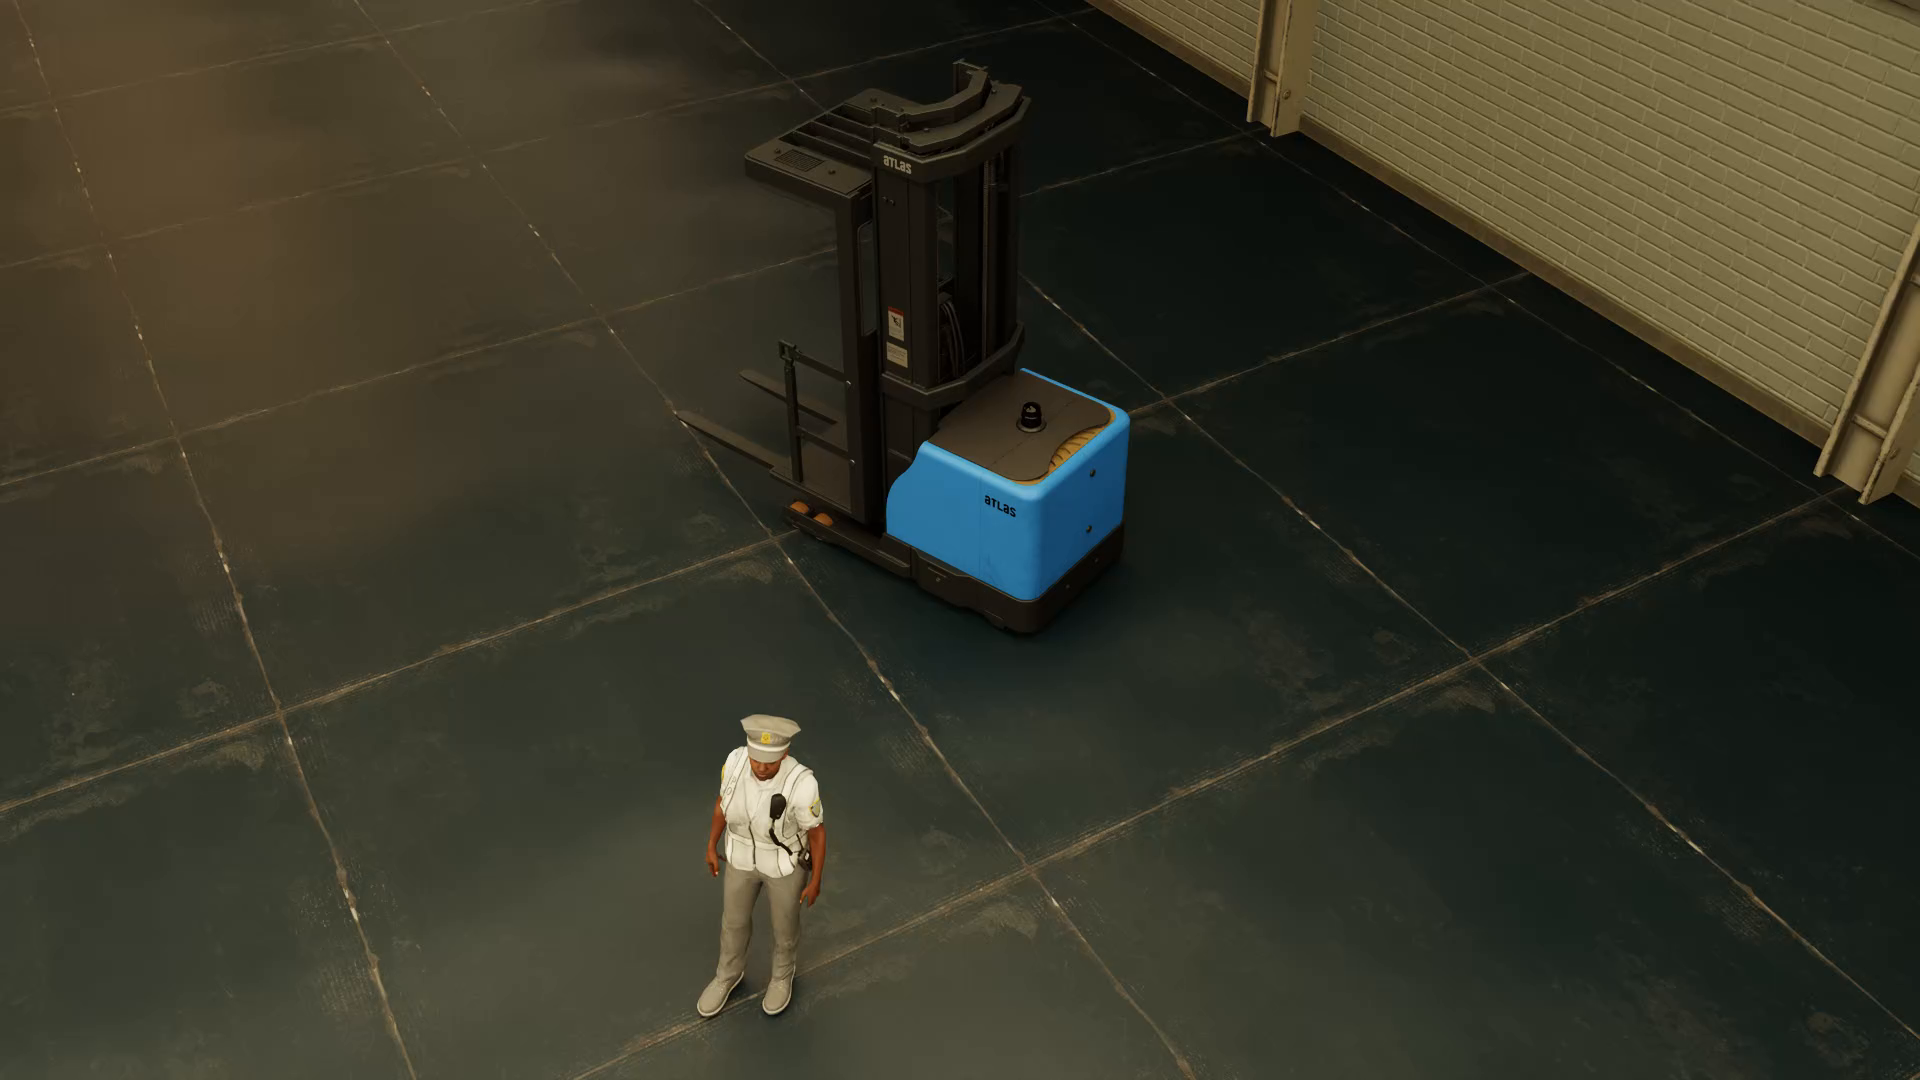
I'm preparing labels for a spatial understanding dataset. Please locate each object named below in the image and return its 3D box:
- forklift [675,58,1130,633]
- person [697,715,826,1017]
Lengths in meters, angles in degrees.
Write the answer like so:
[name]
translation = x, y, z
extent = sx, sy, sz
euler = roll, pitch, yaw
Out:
[forklift]
translation = -0.481, -1.366, 9.683
extent = 3.031, 2.935, 1.130
euler = 26, 46, 28
[person]
translation = -0.880, 1.439, 7.258
extent = 0.570, 1.695, 0.530
euler = 13, 41, 15
